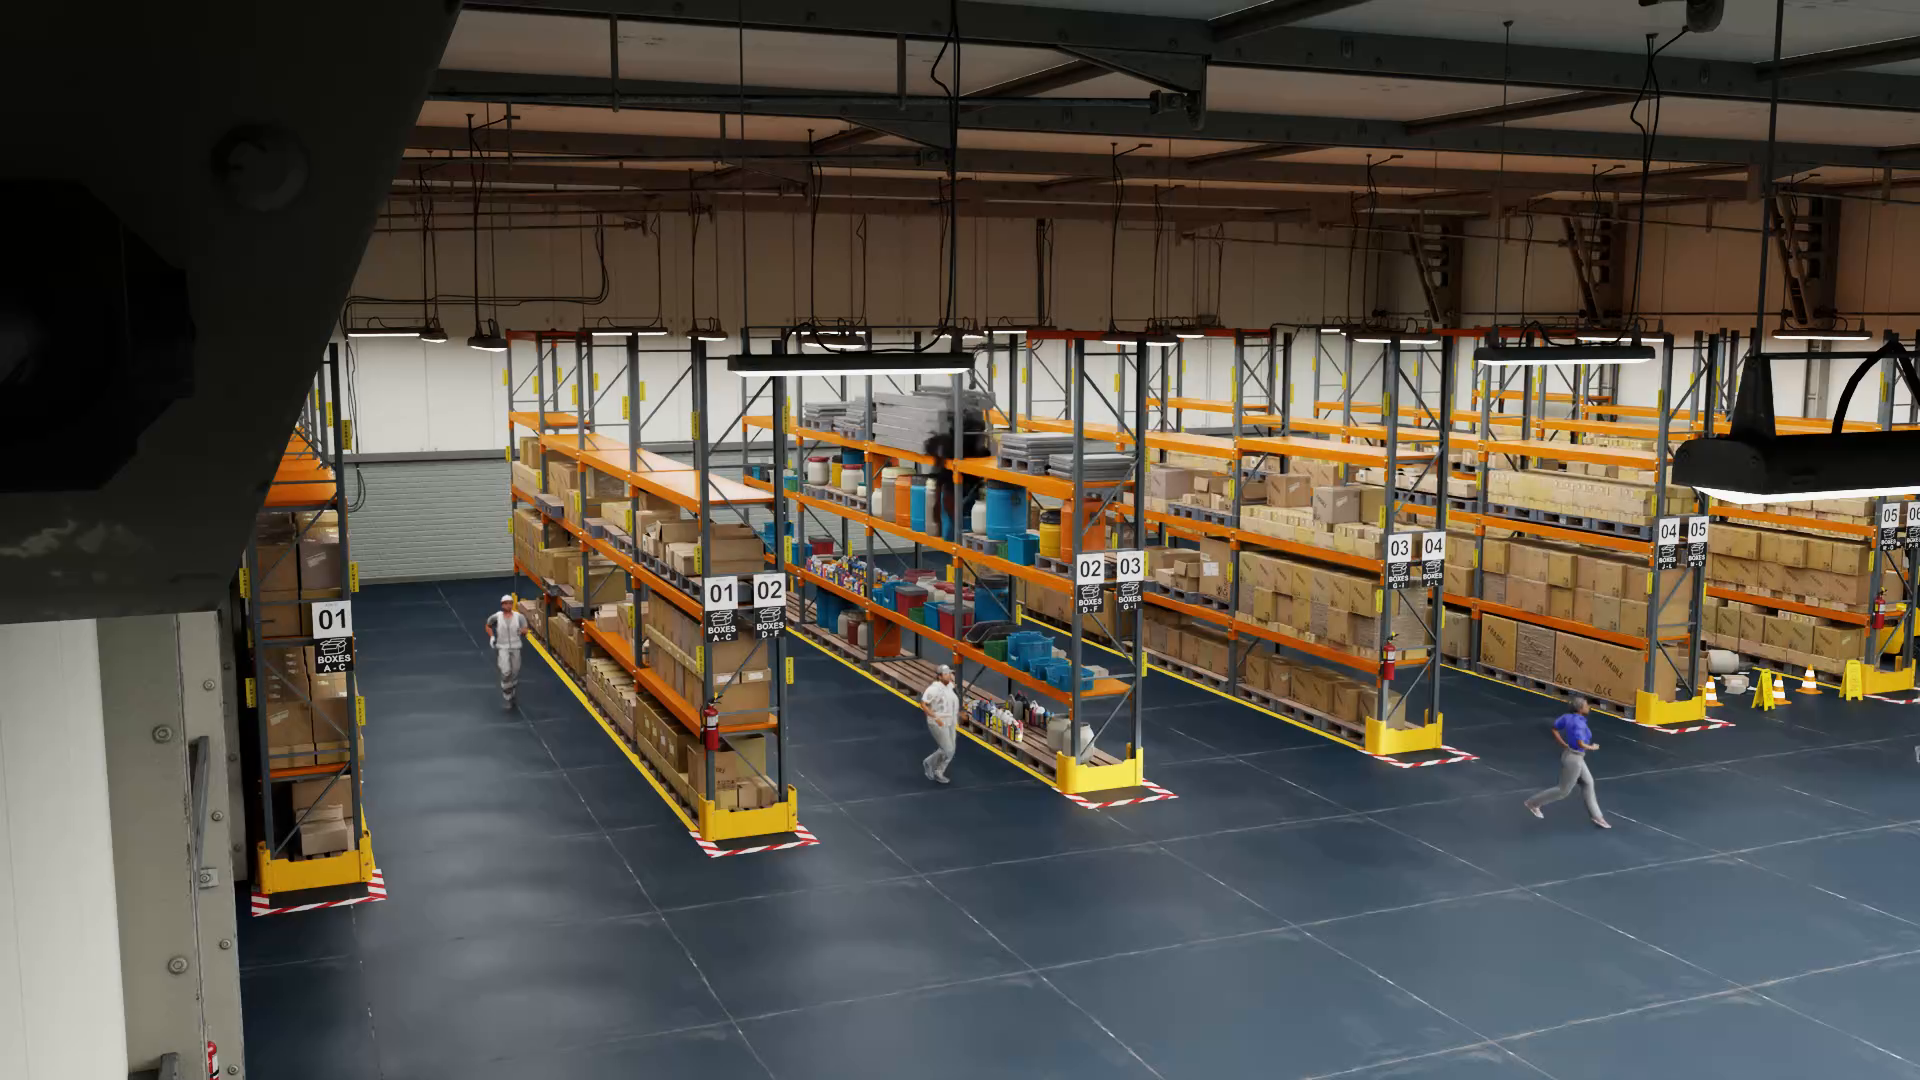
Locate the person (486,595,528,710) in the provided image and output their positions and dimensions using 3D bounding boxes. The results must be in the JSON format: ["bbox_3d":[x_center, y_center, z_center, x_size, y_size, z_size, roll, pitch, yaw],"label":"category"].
[{"bbox_3d":[-7.281,1.800,26.847,0.630,1.843,0.736,-4,9,-24],"label":"person"}]

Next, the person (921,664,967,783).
[{"bbox_3d":[-0.204,2.484,22.439,0.536,1.622,0.581,6,10,37],"label":"person"}]

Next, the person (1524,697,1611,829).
[{"bbox_3d":[7.512,2.755,20.455,1.077,1.676,0.543,1,8,9],"label":"person"}]
